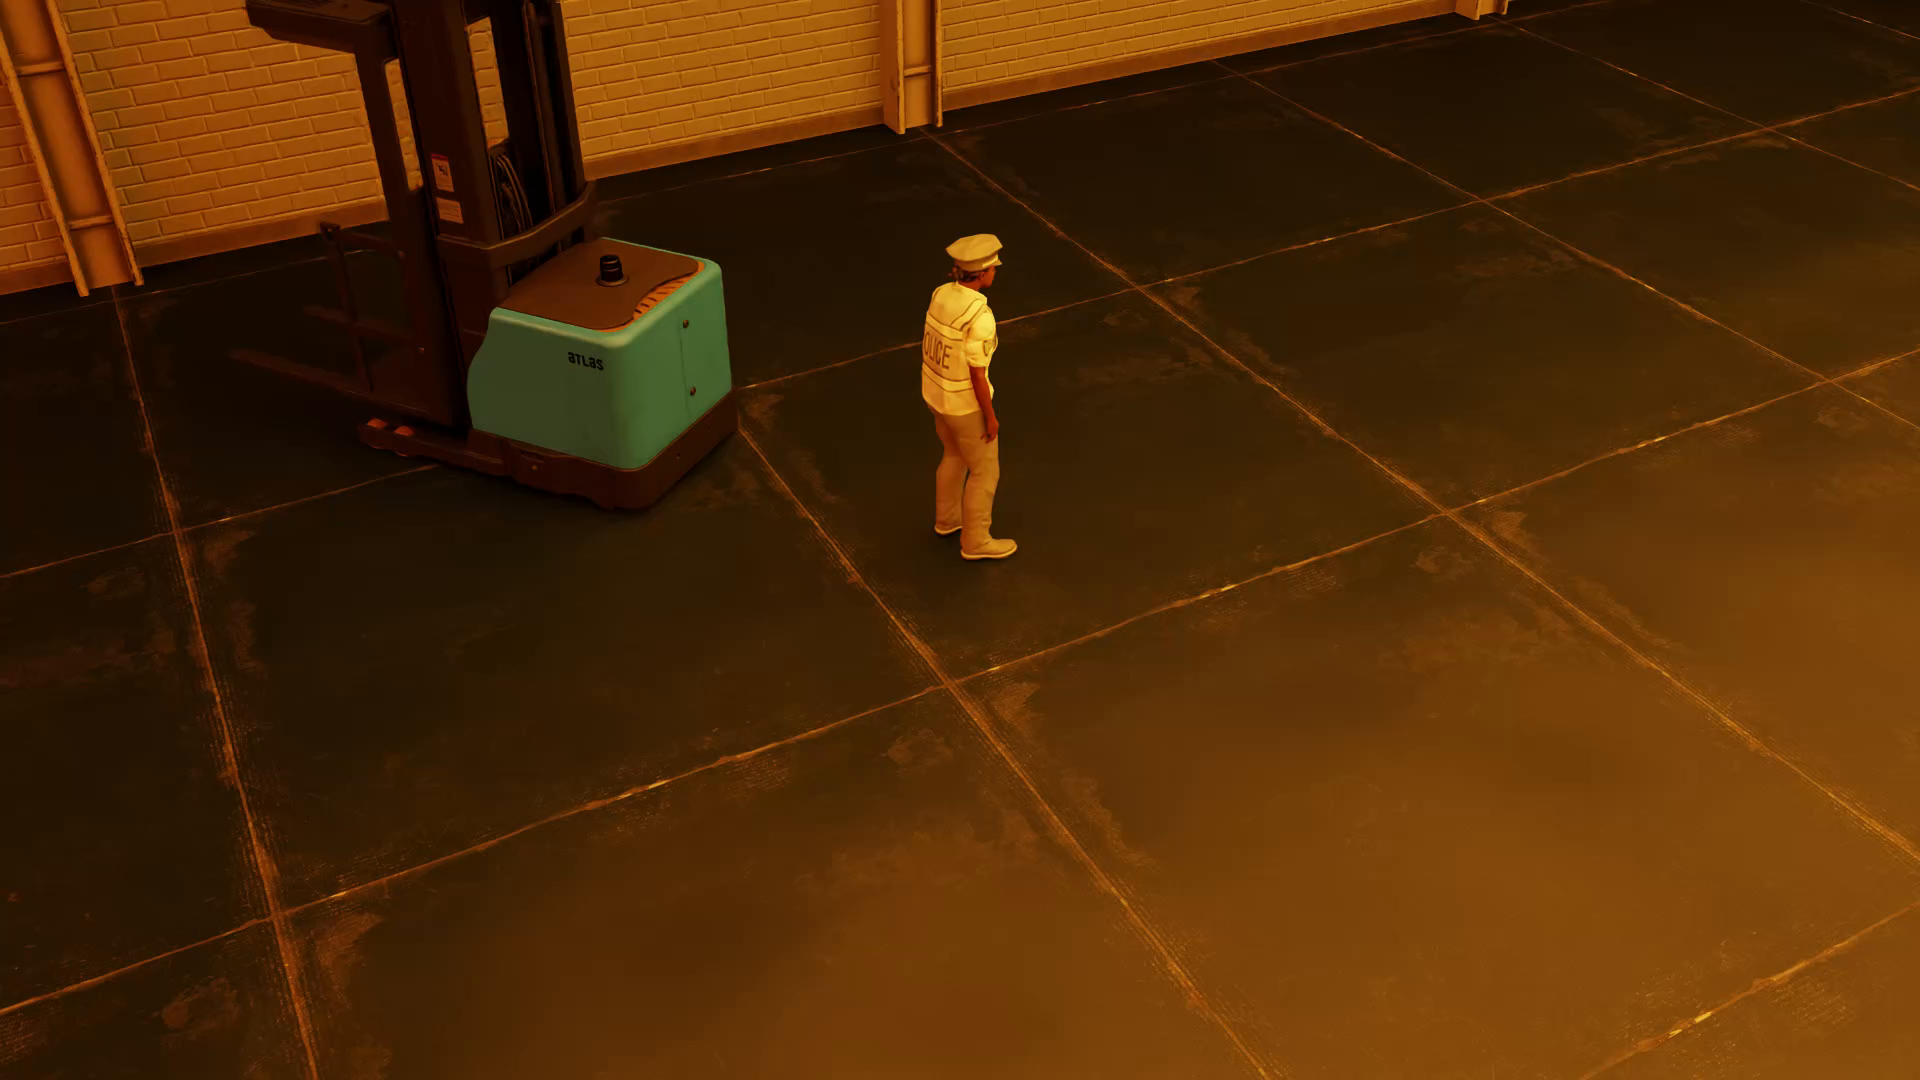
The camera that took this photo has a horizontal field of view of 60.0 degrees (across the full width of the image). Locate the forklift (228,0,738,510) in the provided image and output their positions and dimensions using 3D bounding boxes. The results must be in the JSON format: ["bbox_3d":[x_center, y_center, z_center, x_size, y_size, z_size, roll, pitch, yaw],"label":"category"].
[{"bbox_3d":[-2.823,-1.924,8.845,3.031,2.935,1.130,15,38,20],"label":"forklift"}]

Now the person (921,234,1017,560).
[{"bbox_3d":[0.032,-0.685,8.198,0.393,1.657,0.513,-18,39,-24],"label":"person"}]
